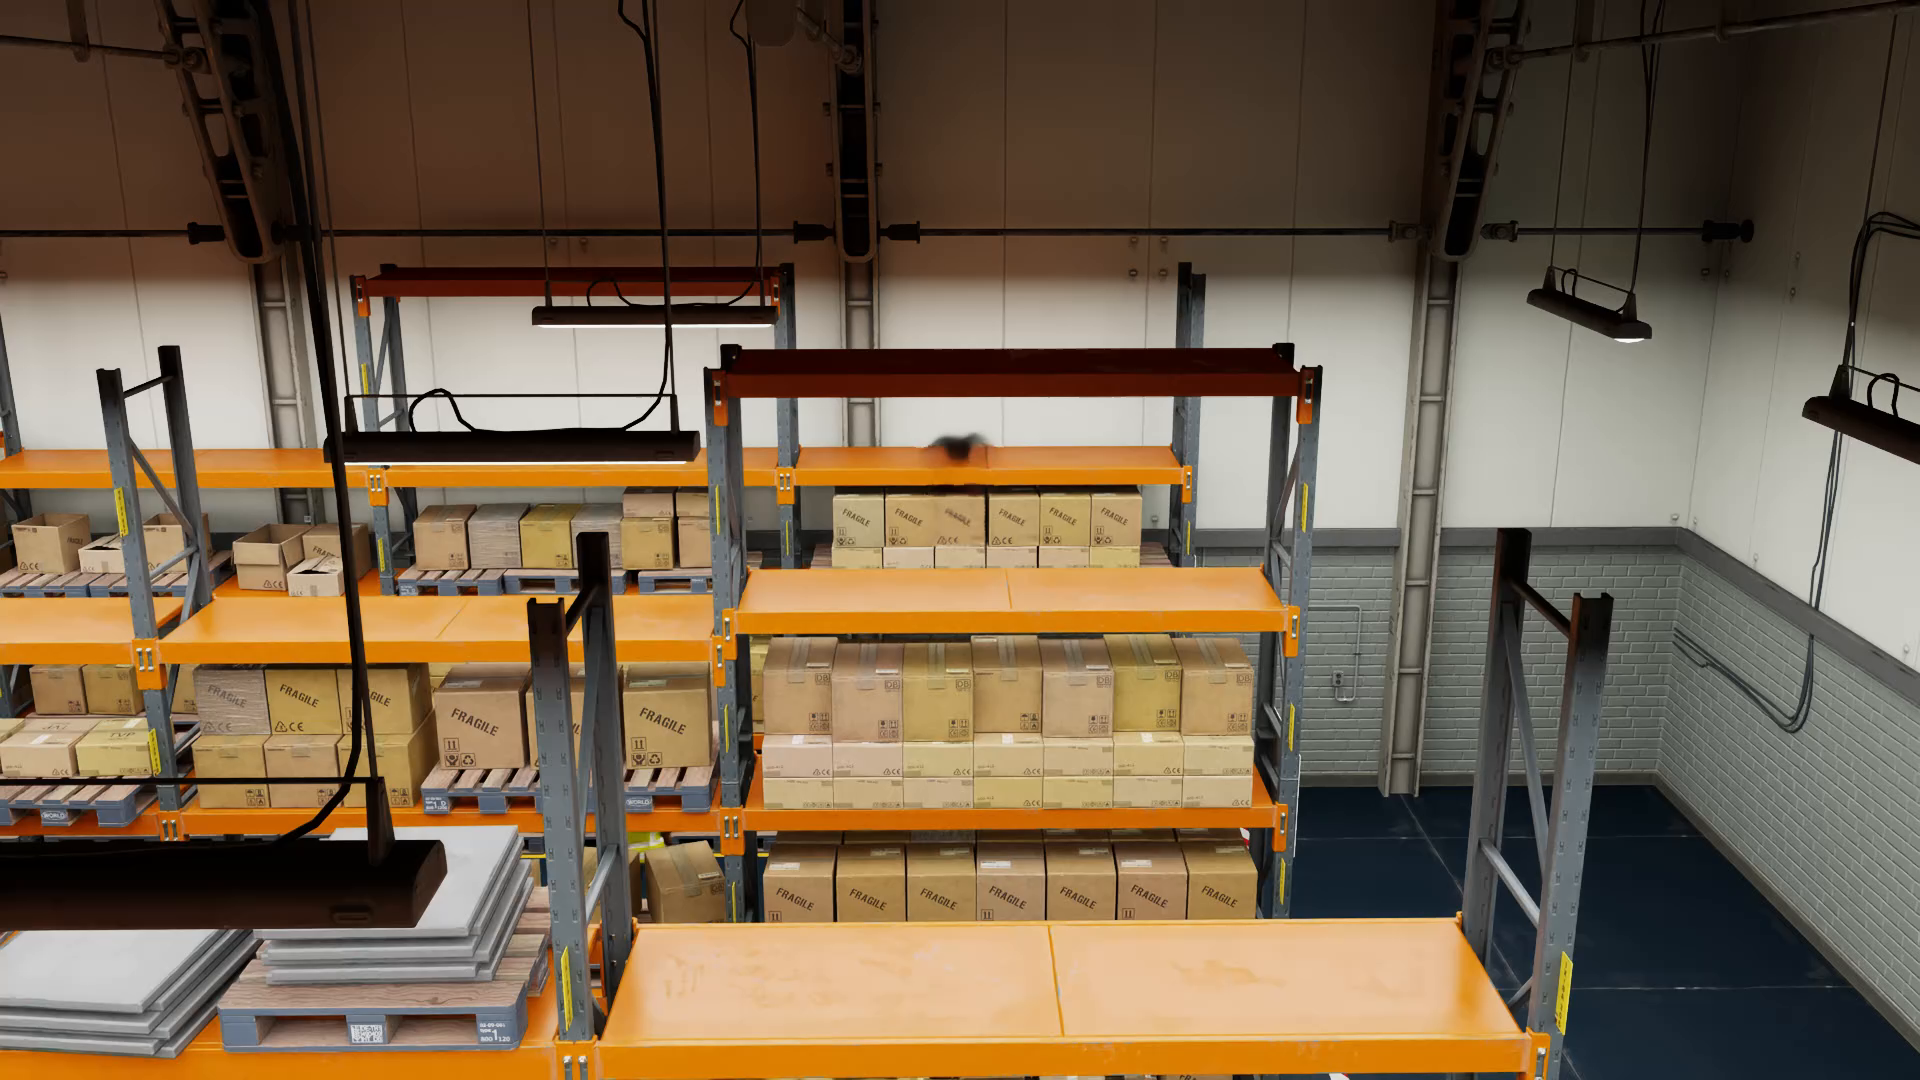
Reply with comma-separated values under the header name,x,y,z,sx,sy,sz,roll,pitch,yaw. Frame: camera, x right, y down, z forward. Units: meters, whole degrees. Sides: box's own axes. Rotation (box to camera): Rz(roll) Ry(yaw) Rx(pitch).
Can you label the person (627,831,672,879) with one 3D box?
name,x,y,z,sx,sy,sz,roll,pitch,yaw
person,-2.931,2.935,15.287,0.618,1.779,0.409,-2,16,-6
